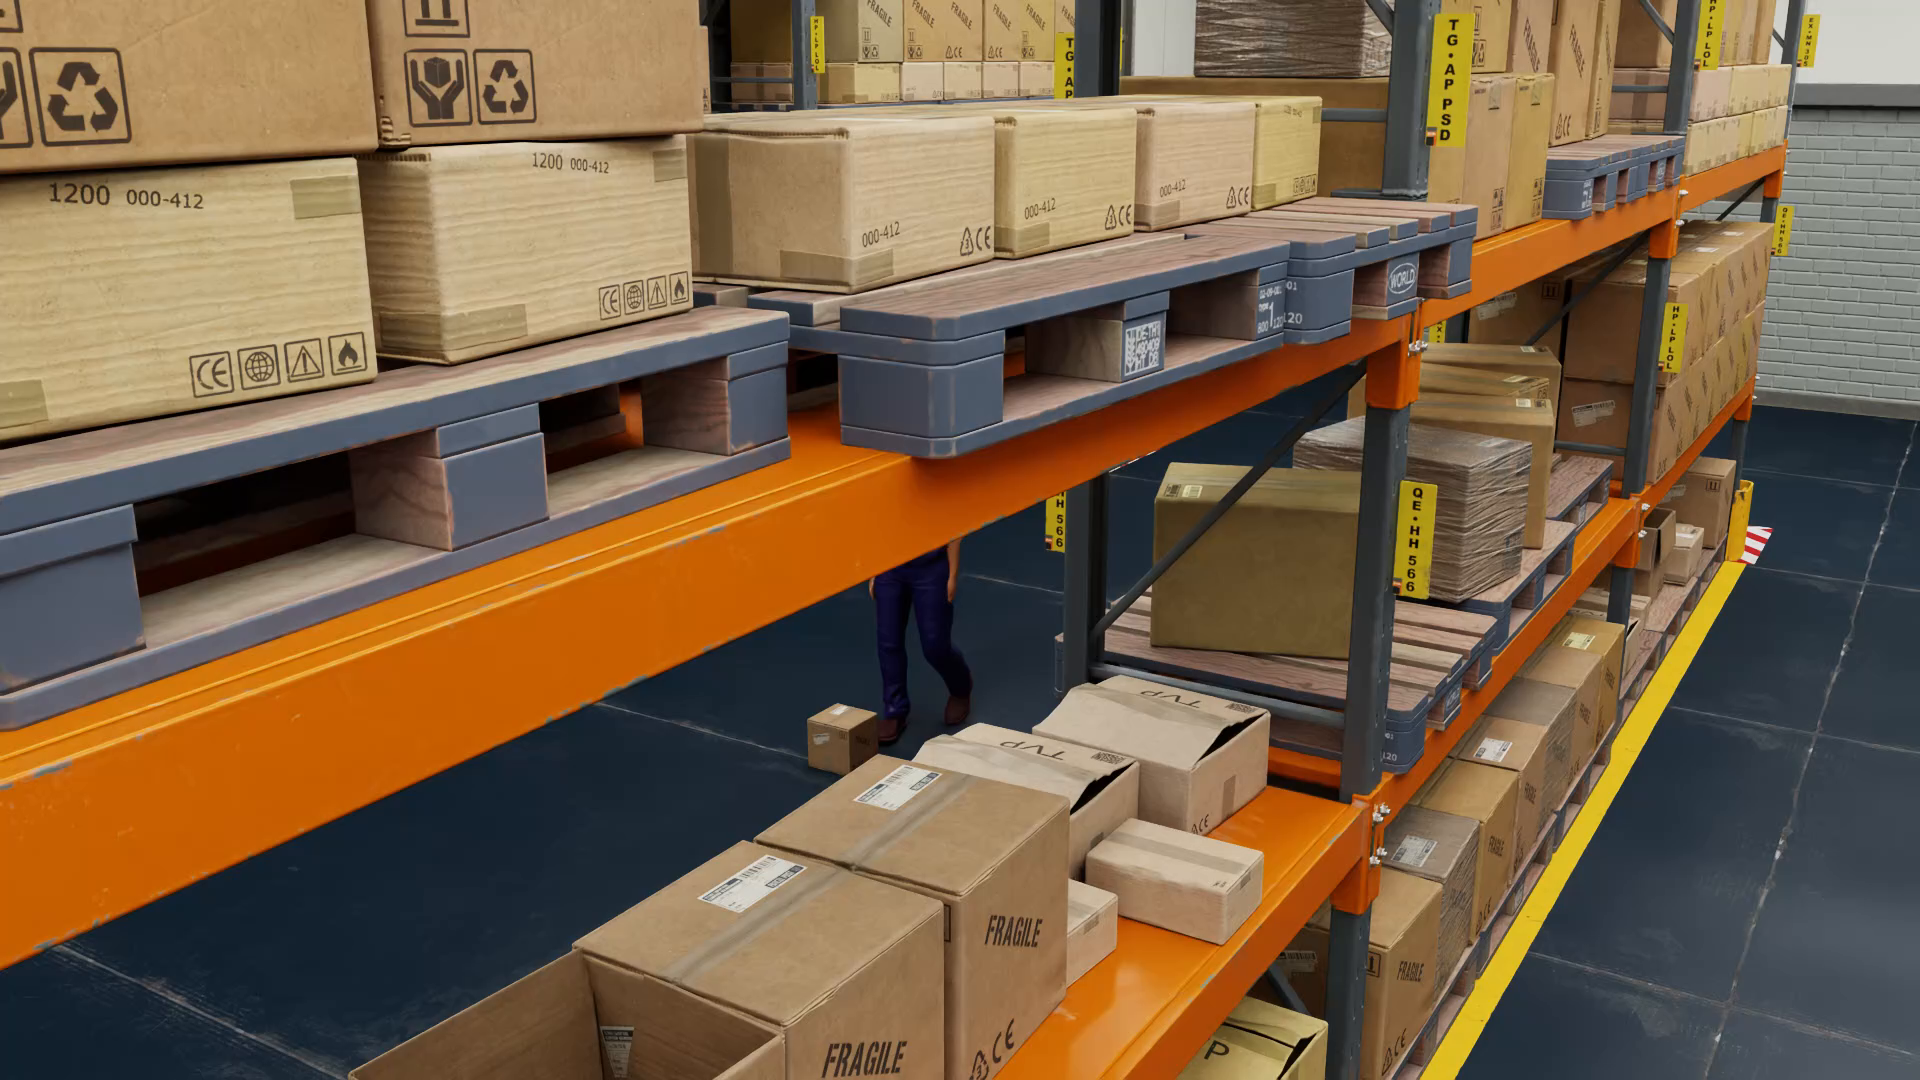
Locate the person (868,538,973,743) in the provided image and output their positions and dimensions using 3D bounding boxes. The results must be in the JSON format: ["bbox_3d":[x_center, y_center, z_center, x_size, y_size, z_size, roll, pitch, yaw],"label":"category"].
[{"bbox_3d":[-0.233,0.177,8.415,0.491,1.641,0.604,6,17,21],"label":"person"}]
